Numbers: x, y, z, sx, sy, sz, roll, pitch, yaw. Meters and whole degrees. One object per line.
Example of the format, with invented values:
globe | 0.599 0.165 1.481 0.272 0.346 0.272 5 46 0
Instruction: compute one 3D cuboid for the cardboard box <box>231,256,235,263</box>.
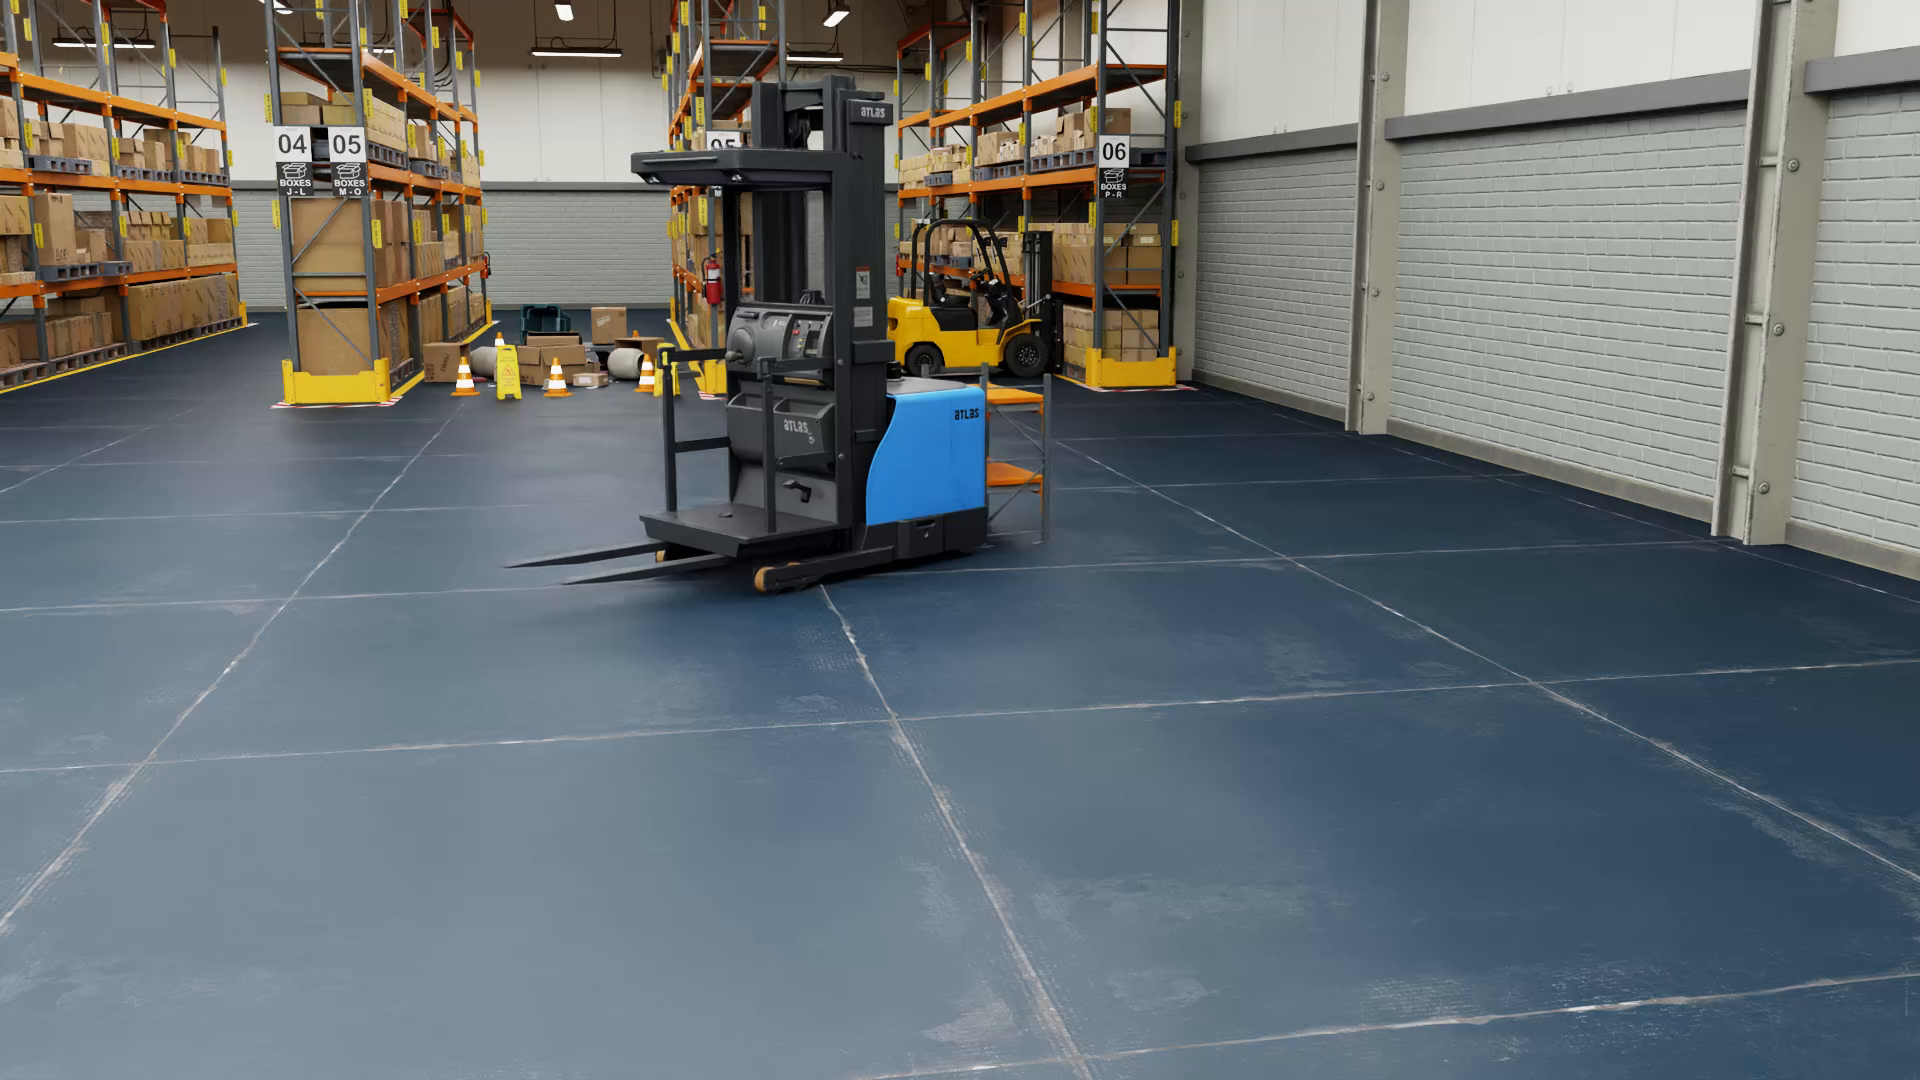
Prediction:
cardboard box | -15.060 -5.738 33.990 0.380 0.149 0.250 -2 11 -10

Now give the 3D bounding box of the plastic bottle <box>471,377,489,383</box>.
plastic bottle | -6.487 -2.153 22.346 0.283 0.061 0.133 -6 13 -31

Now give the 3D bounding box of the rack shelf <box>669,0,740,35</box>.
rack shelf | -4.565 -9.401 29.555 1.077 0.370 4.000 -2 11 -11

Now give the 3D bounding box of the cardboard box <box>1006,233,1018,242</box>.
cardboard box | 0.941 -4.814 26.465 0.380 0.149 0.250 -2 11 -13

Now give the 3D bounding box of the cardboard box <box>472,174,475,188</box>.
cardboard box | -9.907 -7.121 32.964 0.500 0.250 0.500 -2 11 -8

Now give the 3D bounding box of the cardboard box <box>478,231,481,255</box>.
cardboard box | -10.132 -6.104 34.179 0.500 0.500 0.500 -2 11 -12

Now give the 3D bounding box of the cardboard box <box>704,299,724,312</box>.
cardboard box | -3.169 -3.085 21.873 0.380 0.149 0.250 -2 11 -9

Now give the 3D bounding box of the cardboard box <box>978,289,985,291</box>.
cardboard box | 0.563 -4.726 31.833 0.380 0.149 0.250 -2 11 -10

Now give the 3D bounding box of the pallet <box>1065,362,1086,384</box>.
pallet | 2.059 -2.290 22.665 1.003 0.211 1.213 -2 11 -11

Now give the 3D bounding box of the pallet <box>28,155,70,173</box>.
pallet | -13.134 -5.212 23.036 1.213 0.211 1.003 -2 11 -11

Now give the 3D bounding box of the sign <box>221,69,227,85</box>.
sign | -14.917 -9.376 33.681 0.100 0.325 0.005 -2 11 -11

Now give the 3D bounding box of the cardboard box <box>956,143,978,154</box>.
cardboard box | 0.125 -7.576 32.336 0.396 0.266 0.258 -2 11 -11

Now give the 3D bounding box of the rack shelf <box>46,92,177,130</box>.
rack shelf | -14.285 -7.211 28.009 1.077 0.370 4.000 -2 11 -11

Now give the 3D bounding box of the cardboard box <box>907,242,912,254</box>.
cardboard box | -0.839 -6.250 35.617 0.500 0.250 0.500 -2 11 -12

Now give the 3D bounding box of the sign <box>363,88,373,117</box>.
sign | -6.910 -5.102 19.410 0.100 0.325 0.005 -2 11 -11

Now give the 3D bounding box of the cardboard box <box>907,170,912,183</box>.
cardboard box | -0.839 -7.724 35.337 0.500 0.250 0.500 -2 11 -13

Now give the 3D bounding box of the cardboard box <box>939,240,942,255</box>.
cardboard box | -0.192 -5.594 31.799 0.396 0.266 0.258 -2 11 -8

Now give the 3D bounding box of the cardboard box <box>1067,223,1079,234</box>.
cardboard box | 1.681 -4.276 22.845 0.380 0.149 0.250 -2 11 -10

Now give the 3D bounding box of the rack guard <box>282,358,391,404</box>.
rack guard | -7.451 -1.909 19.890 1.175 0.500 0.348 -2 11 -11

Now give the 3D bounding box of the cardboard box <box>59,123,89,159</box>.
cardboard box | -13.367 -5.952 24.818 0.500 0.500 0.500 -2 11 -10

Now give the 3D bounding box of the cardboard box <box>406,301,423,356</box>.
cardboard box | -8.443 -3.087 24.286 1.050 0.750 0.750 -2 11 -11

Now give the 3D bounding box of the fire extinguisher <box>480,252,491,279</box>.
fire extinguisher | -10.164 -5.918 35.470 0.296 0.674 0.183 -2 11 -11

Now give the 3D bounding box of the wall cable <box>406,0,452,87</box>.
wall cable | -13.171 -11.604 39.493 2.277 5.999 0.120 -2 11 -11

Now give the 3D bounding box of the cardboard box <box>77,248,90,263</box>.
cardboard box | -13.307 -4.291 24.956 0.396 0.266 0.258 -2 11 -13

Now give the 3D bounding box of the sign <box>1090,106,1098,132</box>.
sign | 1.714 -5.374 21.229 0.100 0.325 0.005 -2 11 -11

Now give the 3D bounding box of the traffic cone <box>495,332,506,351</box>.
traffic cone | -7.013 -2.930 25.352 0.336 0.463 0.334 -2 11 -11

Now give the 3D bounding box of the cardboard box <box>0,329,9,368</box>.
cardboard box | -12.961 -2.512 21.935 0.500 0.500 0.500 1 11 7

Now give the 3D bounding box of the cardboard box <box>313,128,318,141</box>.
cardboard box | -7.901 -4.842 19.873 0.380 0.149 0.250 -2 11 -11

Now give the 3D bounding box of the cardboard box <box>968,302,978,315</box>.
cardboard box | 0.399 -4.037 29.945 0.500 0.500 0.500 -2 11 -9

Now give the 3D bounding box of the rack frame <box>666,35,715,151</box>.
rack frame | -5.732 -9.222 35.580 1.000 3.000 0.127 -2 11 -11

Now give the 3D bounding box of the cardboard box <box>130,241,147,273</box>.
cardboard box | -13.827 -4.690 27.546 0.500 0.500 0.500 -2 11 -13

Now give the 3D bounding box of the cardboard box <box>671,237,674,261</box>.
cardboard box | -5.920 -6.225 35.614 0.500 0.500 0.500 -2 11 -11

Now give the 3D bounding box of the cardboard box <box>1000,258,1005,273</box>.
cardboard box | 0.946 -4.448 26.947 0.500 0.250 0.500 -2 11 -11

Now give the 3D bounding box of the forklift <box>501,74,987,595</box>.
forklift | -1.235 -1.231 9.827 3.031 2.935 1.130 -10 15 -43

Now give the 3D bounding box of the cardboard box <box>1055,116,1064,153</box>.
cardboard box | 1.746 -5.674 23.293 0.797 0.503 0.637 -2 11 -9

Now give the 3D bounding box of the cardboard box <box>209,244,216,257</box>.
cardboard box | -14.795 -5.626 32.337 0.500 0.250 0.500 -2 11 -11

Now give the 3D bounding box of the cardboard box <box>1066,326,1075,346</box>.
cardboard box | 1.760 -2.793 22.741 0.500 0.250 0.500 -2 11 -12

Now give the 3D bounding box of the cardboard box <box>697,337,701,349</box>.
cardboard box | -3.548 -2.811 24.175 0.500 0.250 0.500 -3 11 -14

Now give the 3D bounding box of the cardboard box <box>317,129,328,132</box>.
cardboard box | -7.921 -5.114 20.237 0.500 0.250 0.500 -2 11 -11

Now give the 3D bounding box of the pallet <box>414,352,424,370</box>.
pallet | -8.458 -2.644 24.524 1.003 0.211 1.213 -2 11 -11

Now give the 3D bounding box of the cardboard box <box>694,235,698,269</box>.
cardboard box | -3.586 -4.178 24.063 0.500 0.500 0.500 -2 11 -11

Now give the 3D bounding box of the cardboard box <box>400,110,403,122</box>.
cardboard box | -7.801 -5.771 22.619 0.380 0.149 0.250 -2 11 -11

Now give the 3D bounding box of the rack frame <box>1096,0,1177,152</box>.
rack frame | 2.248 -6.468 21.114 1.000 3.000 0.127 -2 11 -11

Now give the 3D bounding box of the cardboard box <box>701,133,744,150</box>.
cardboard box | -2.984 -4.970 20.870 0.500 0.250 0.500 -2 11 -12

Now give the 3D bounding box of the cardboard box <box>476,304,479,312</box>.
cardboard box | -9.856 -4.655 33.335 0.380 0.149 0.250 -2 11 -10

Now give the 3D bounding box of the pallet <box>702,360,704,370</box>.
pallet | -3.232 -2.582 24.198 1.003 0.211 1.213 -2 11 -11

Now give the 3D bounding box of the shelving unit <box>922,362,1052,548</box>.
shelving unit | 0.164 -0.608 11.380 0.538 1.125 1.048 -5 12 -22

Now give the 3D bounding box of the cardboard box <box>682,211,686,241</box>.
cardboard box | -4.533 -5.433 28.777 0.500 0.500 0.500 -2 11 -13

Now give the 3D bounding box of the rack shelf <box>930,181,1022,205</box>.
rack shelf | 0.304 -6.476 31.098 1.077 0.370 4.000 -2 11 -11

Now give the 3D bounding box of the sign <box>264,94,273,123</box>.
sign | -7.990 -4.994 19.234 0.100 0.325 0.005 -2 11 -11
